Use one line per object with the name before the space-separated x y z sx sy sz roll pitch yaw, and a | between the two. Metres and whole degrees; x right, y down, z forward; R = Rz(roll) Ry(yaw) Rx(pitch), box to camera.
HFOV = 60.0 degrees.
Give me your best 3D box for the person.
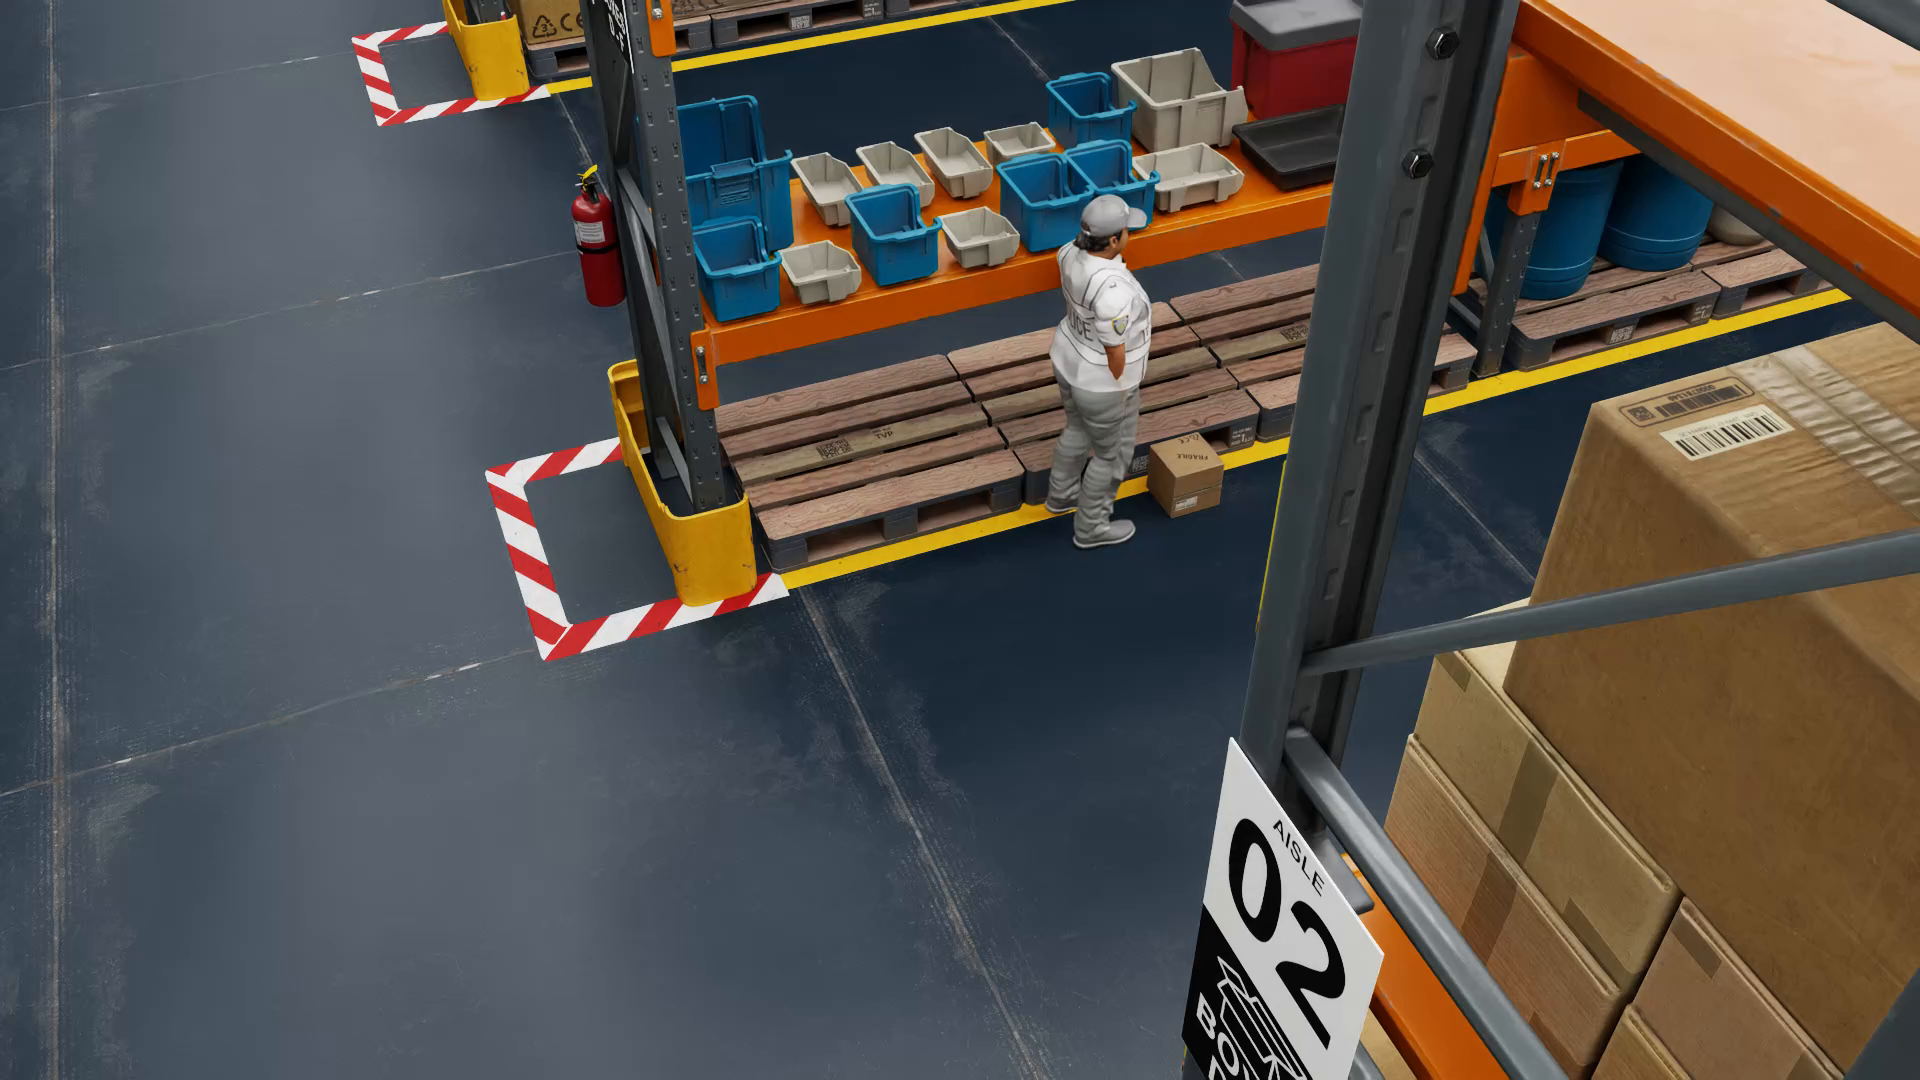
person | 0.589 -0.713 7.038 0.390 1.671 0.467 -15 44 -16
